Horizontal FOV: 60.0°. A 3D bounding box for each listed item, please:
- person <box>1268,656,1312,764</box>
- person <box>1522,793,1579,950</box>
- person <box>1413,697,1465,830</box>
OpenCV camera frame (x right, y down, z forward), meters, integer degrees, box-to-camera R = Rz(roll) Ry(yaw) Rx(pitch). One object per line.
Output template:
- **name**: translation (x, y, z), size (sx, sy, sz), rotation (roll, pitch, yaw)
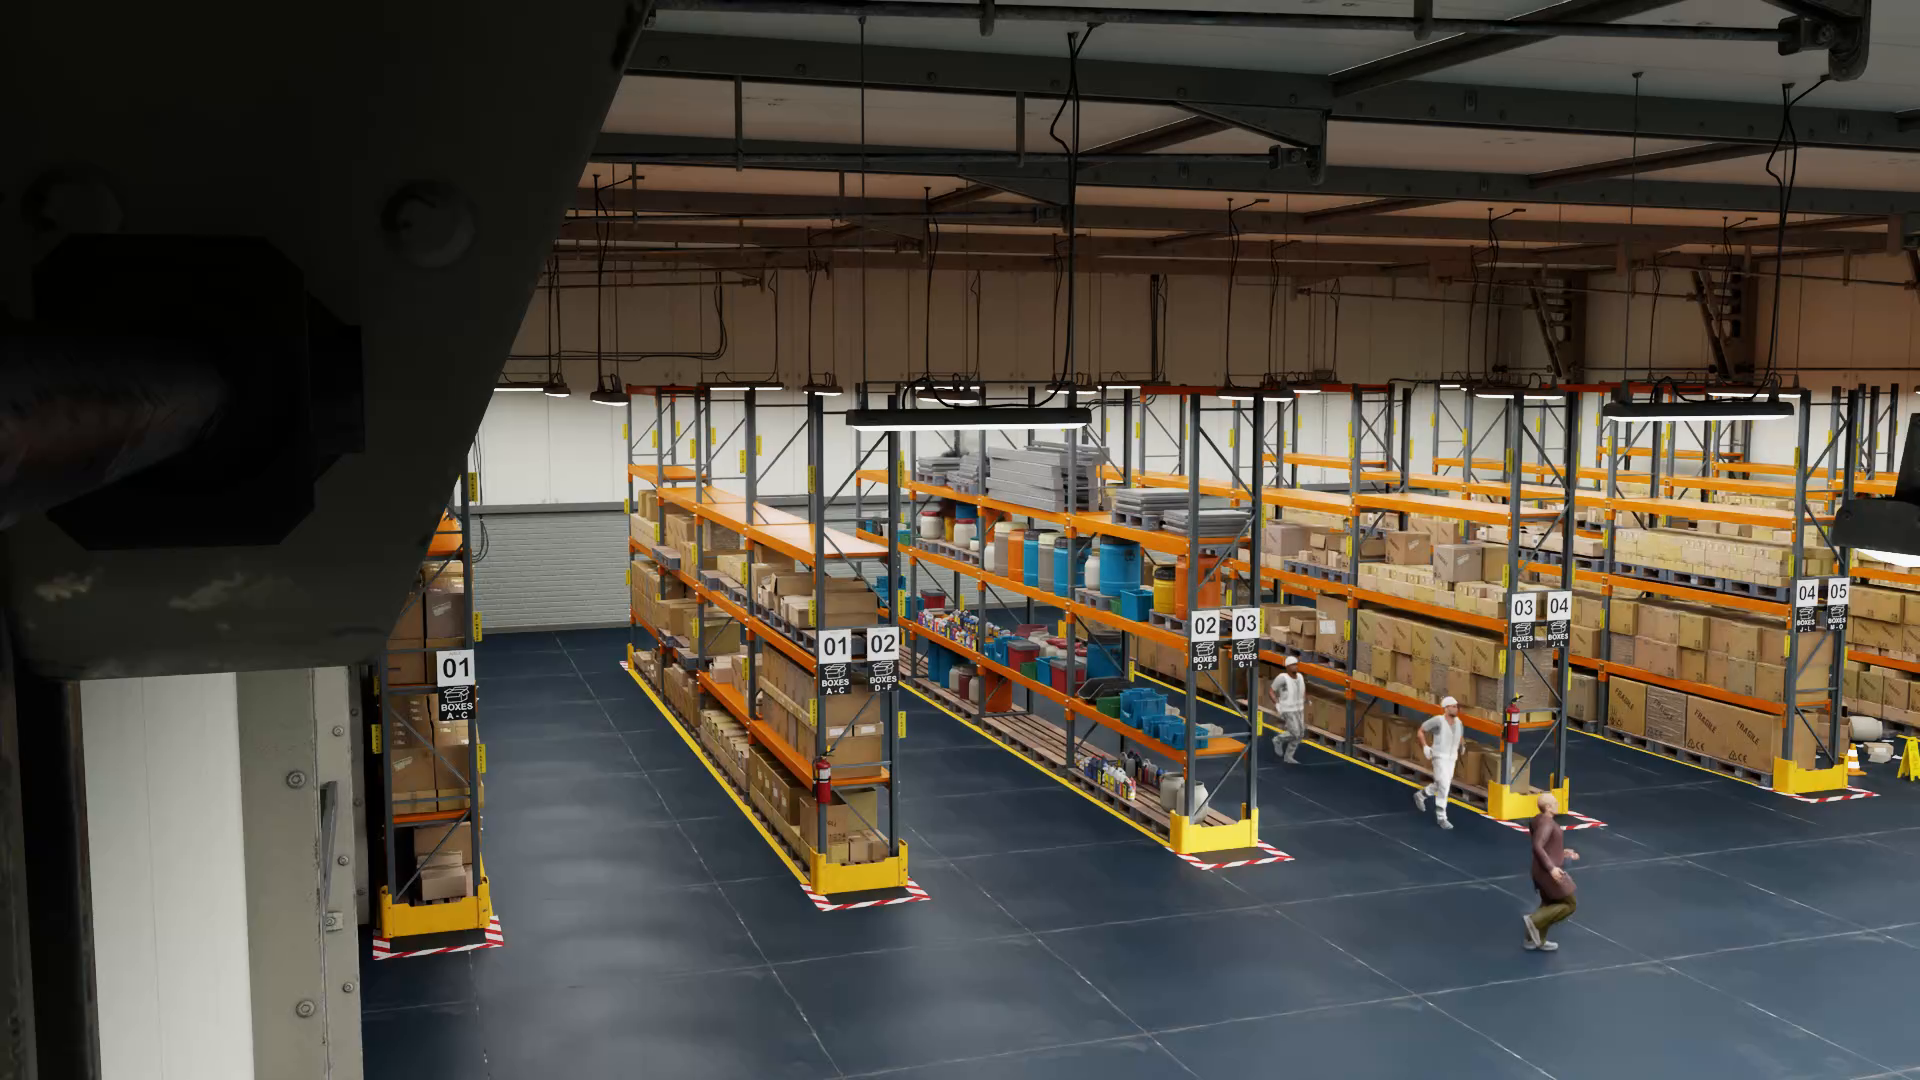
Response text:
- **person**: translation (5.314, 2.724, 26.591), size (0.684, 1.732, 0.594), rotation (-4, 7, -33)
- **person**: translation (6.419, 3.607, 18.052), size (0.628, 1.732, 0.704), rotation (0, 6, 5)
- **person**: translation (6.744, 3.067, 23.267), size (0.704, 1.779, 0.903), rotation (-3, 7, -25)
